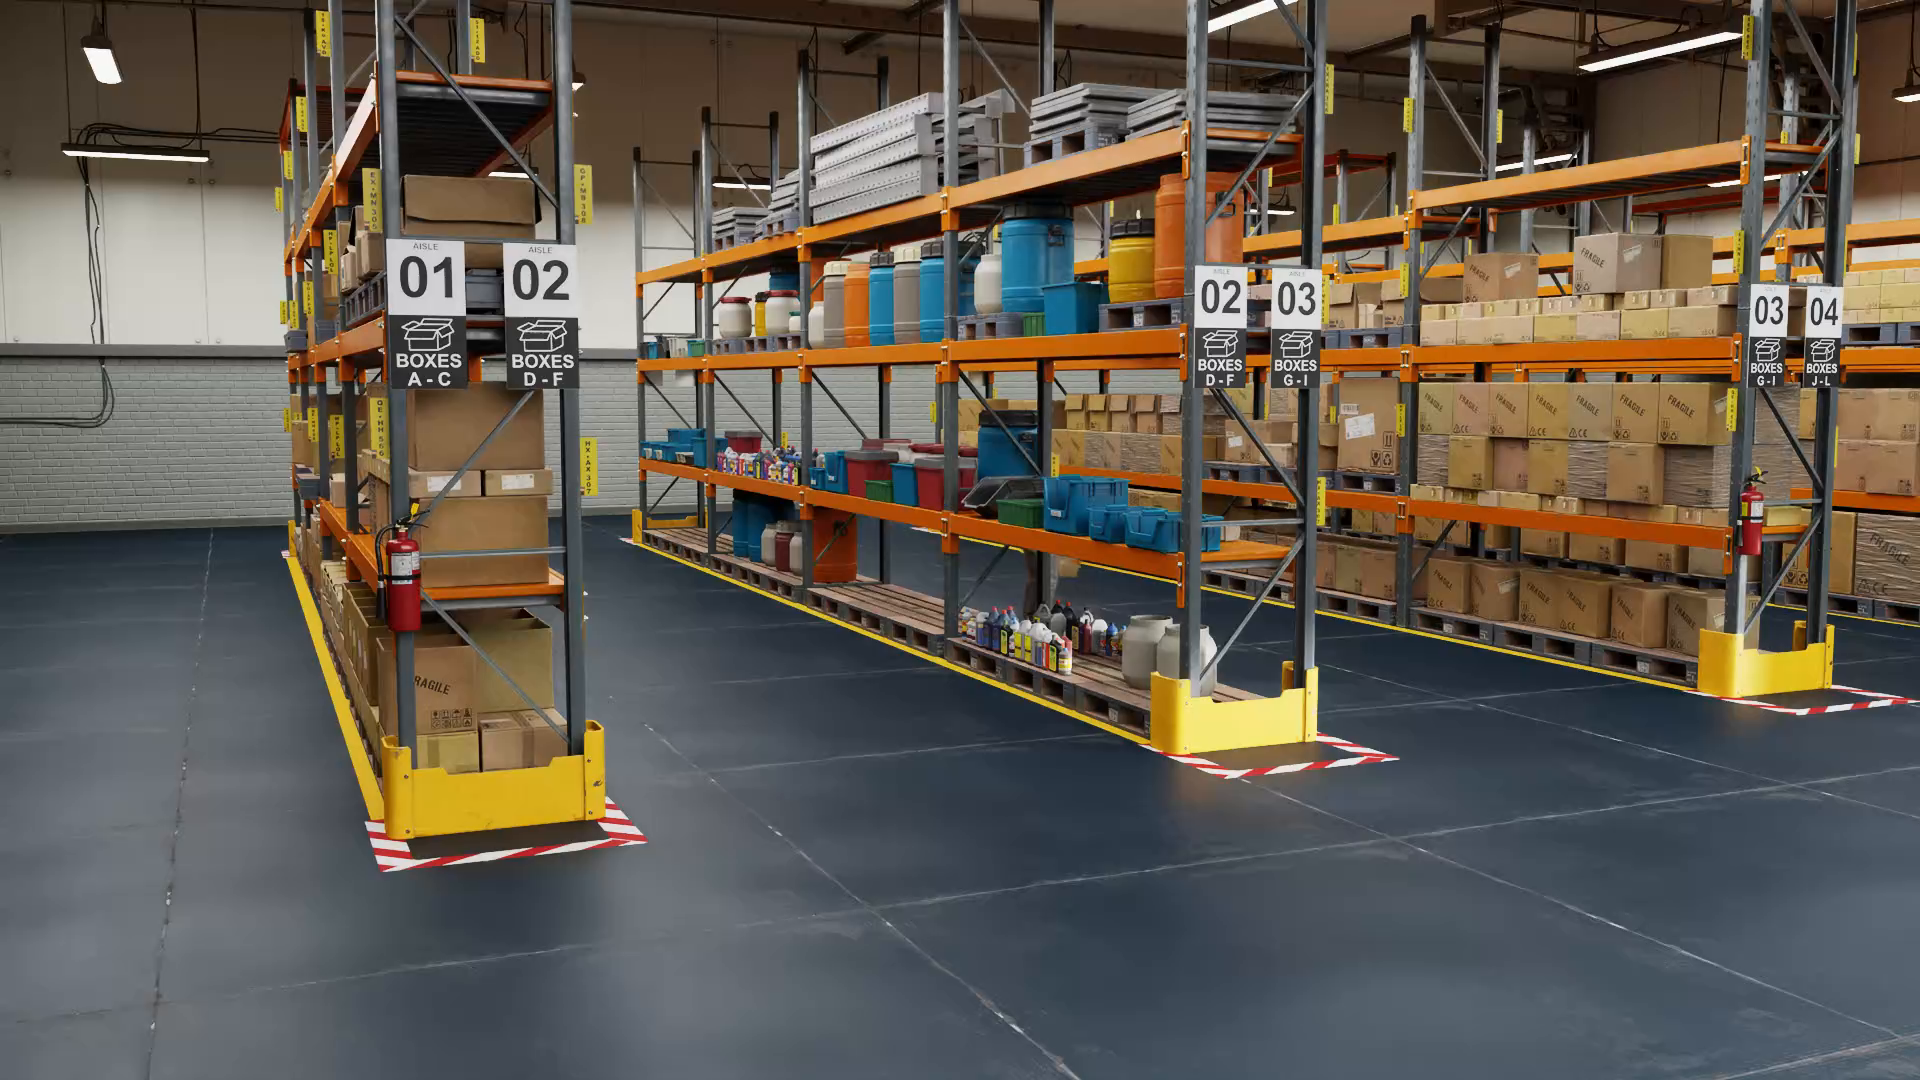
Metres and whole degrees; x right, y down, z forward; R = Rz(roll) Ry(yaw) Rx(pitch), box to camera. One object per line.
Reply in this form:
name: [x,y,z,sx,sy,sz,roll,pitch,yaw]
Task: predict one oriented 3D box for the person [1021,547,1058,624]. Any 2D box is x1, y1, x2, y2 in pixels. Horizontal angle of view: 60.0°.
person: [0.794,-0.019,16.796,0.423,1.775,0.555,-3,6,-25]
